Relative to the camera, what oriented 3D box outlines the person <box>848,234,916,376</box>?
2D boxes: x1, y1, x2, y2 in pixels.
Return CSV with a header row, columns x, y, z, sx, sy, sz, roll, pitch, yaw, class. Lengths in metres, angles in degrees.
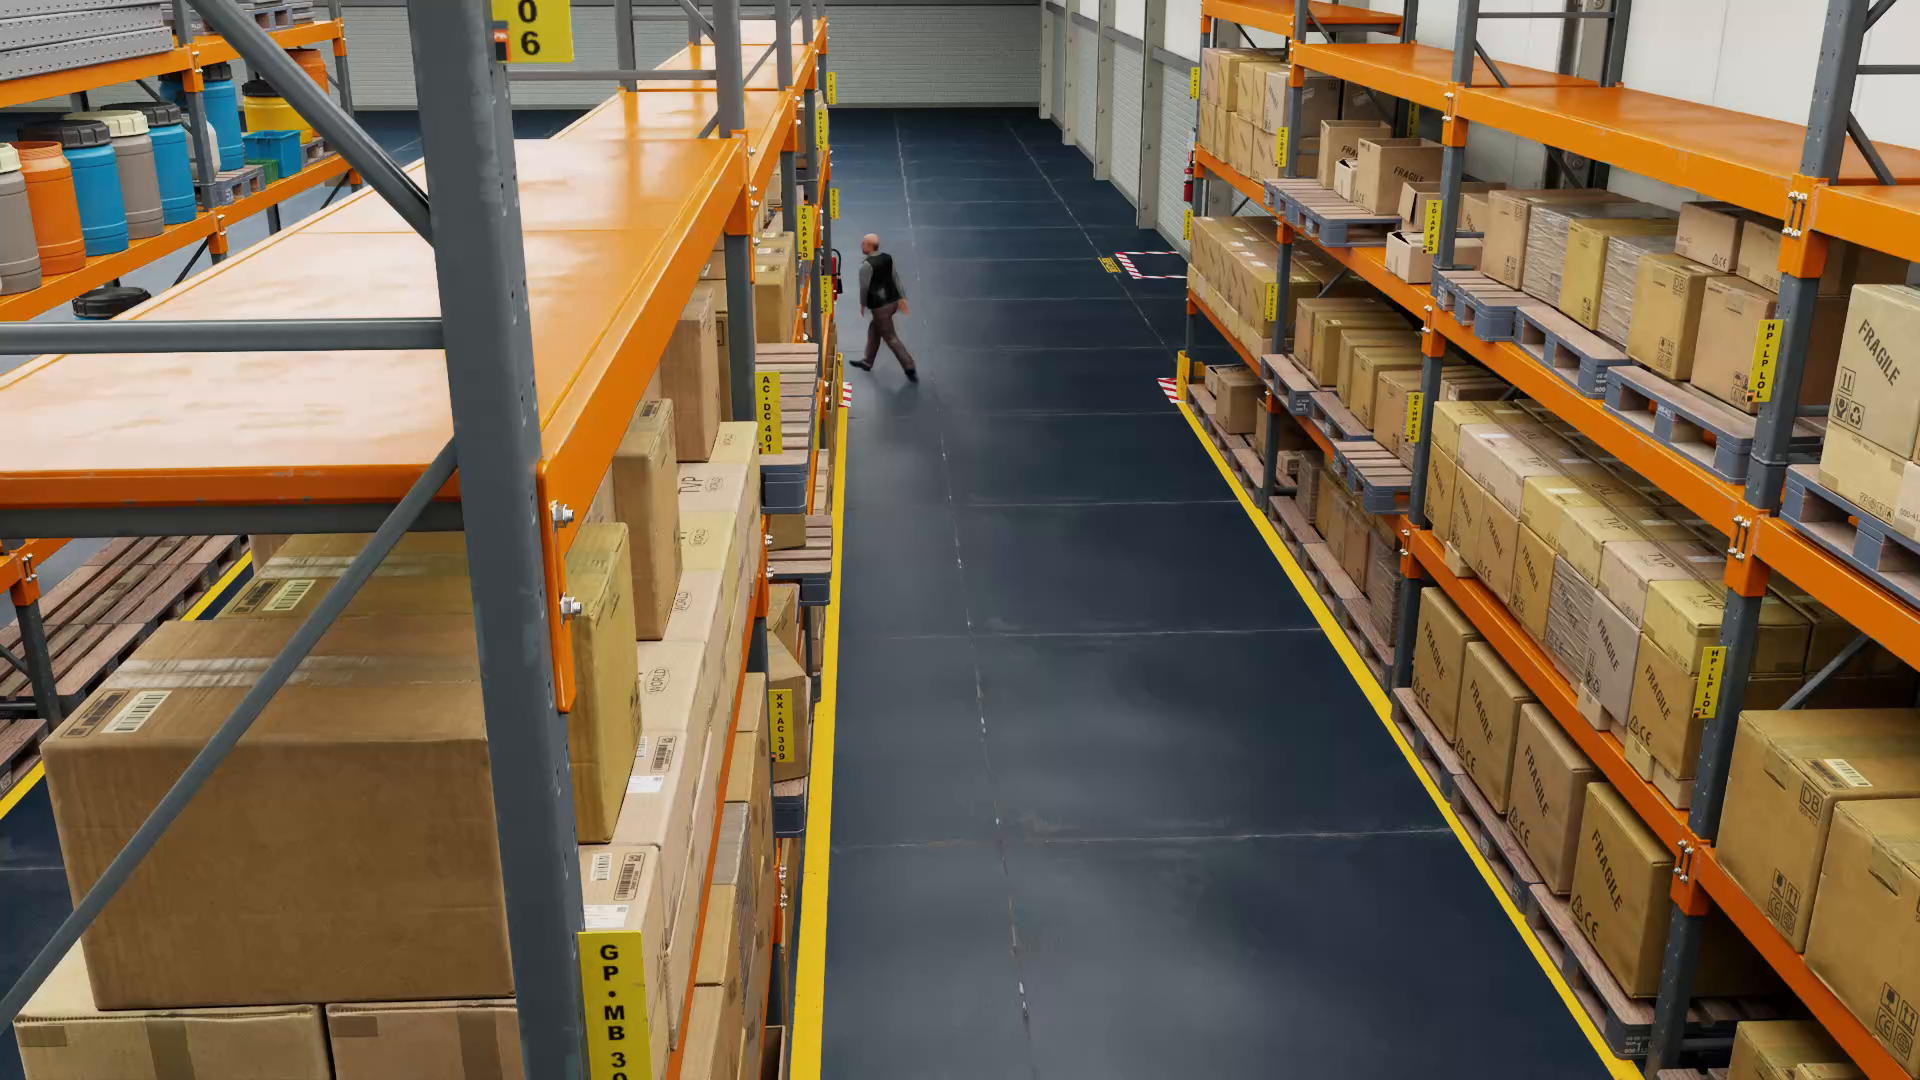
x,y,z,sx,sy,sz,roll,pitch,yaw,class
-0.963,-2.735,19.417,0.956,1.670,0.549,12,23,28,person
